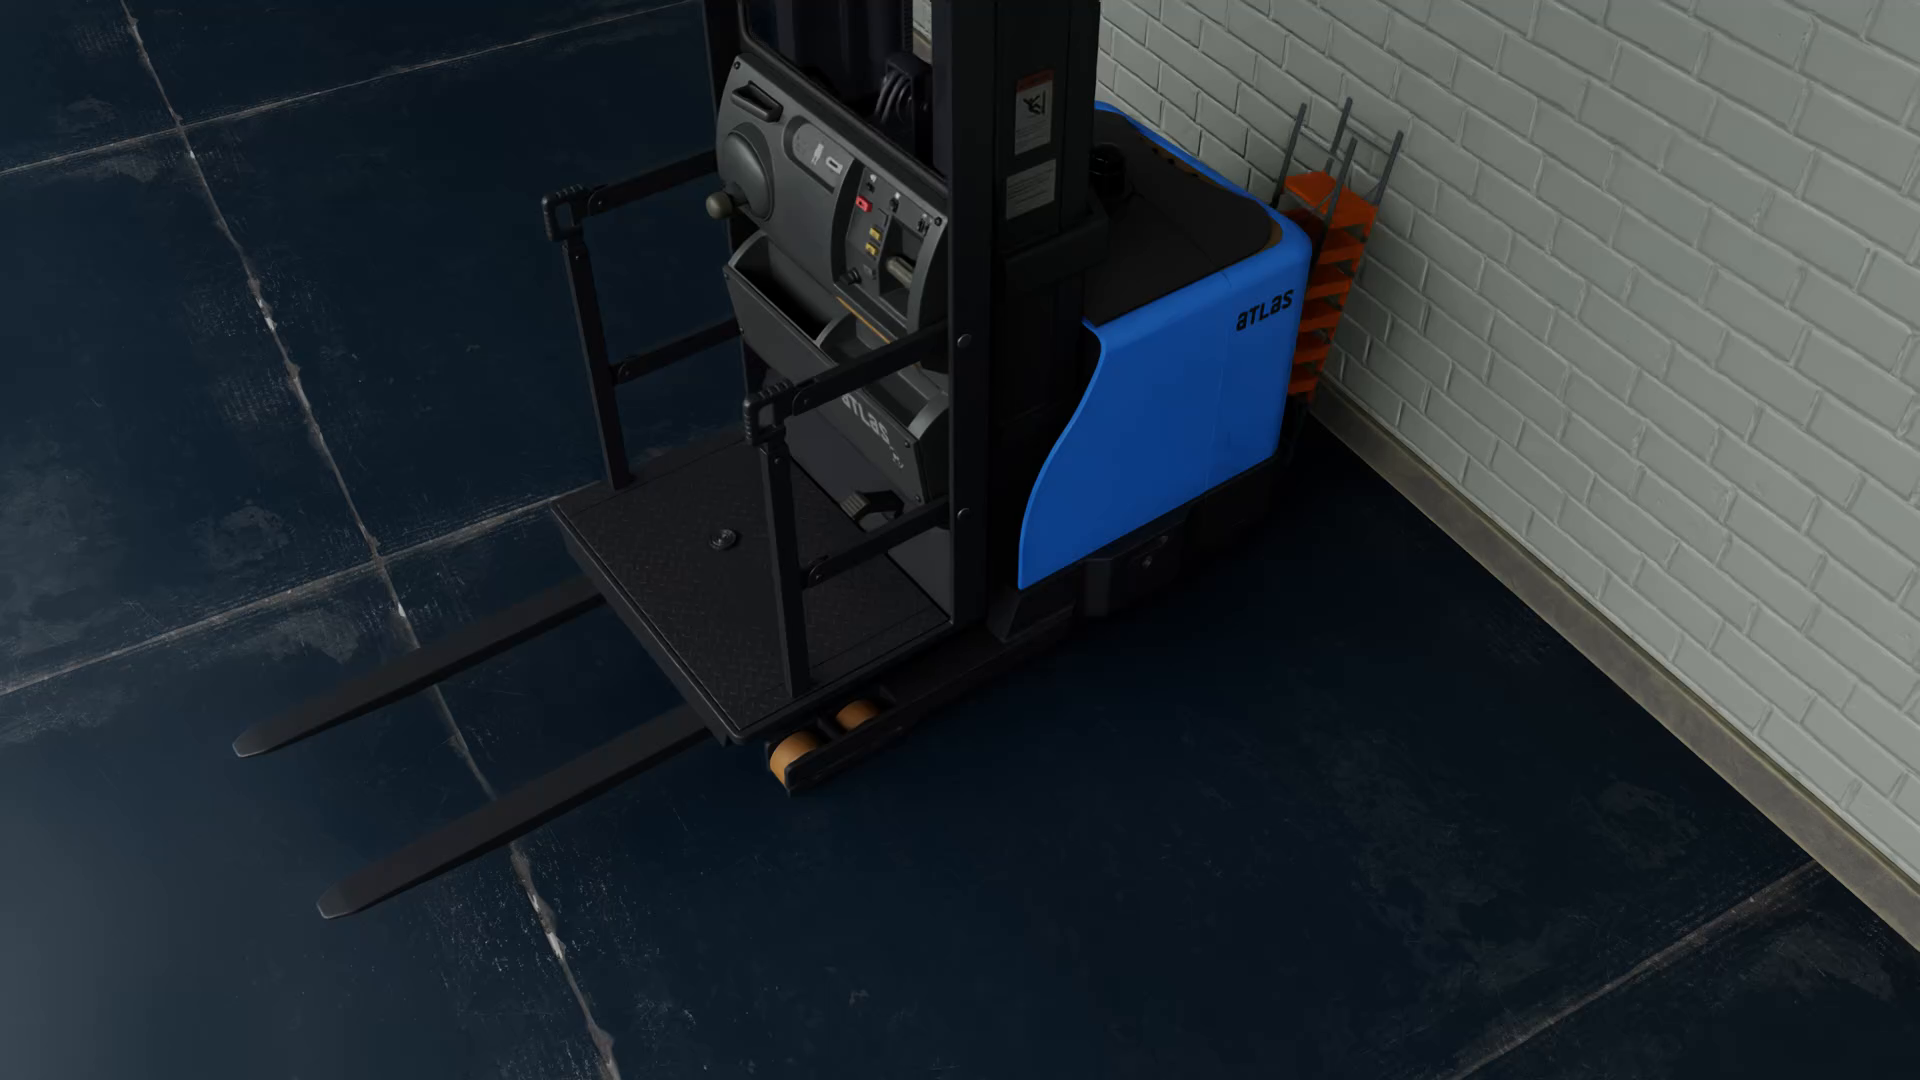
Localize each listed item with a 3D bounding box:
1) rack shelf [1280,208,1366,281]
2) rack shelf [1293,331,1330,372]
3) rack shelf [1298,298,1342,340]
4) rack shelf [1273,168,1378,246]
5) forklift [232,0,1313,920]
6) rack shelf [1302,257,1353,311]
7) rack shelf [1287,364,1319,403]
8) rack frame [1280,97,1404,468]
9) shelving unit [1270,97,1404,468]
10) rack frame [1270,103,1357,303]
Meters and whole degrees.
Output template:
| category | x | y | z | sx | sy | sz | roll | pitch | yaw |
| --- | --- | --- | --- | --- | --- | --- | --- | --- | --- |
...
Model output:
| category | x | y | z | sx | sy | sz | roll | pitch | yaw |
| --- | --- | --- | --- | --- | --- | --- | --- | --- | --- |
| rack shelf | 1.065 | -0.902 | 5.031 | 0.180 | 0.103 | 0.258 | -15 | 45 | -29 |
| rack shelf | 1.009 | -0.624 | 5.253 | 0.180 | 0.103 | 0.258 | -15 | 45 | -29 |
| rack shelf | 1.028 | -0.717 | 5.179 | 0.180 | 0.103 | 0.258 | -15 | 45 | -29 |
| rack shelf | 1.084 | -0.994 | 4.957 | 0.180 | 0.103 | 0.258 | -15 | 45 | -29 |
| forklift | -0.497 | -0.789 | 3.958 | 3.031 | 2.935 | 1.130 | -27 | 50 | -25 |
| rack shelf | 1.047 | -0.809 | 5.105 | 0.180 | 0.103 | 0.258 | -15 | 45 | -29 |
| rack shelf | 0.990 | -0.532 | 5.327 | 0.180 | 0.103 | 0.258 | -15 | 45 | -29 |
| rack frame | 1.112 | -0.771 | 5.196 | 0.006 | 1.200 | 0.240 | -15 | 45 | -29 |
| shelving unit | 1.035 | -0.751 | 5.151 | 0.189 | 1.200 | 0.258 | -15 | 45 | -29 |
| rack frame | 0.958 | -0.731 | 5.107 | 0.006 | 1.200 | 0.240 | -15 | 45 | -29 |
